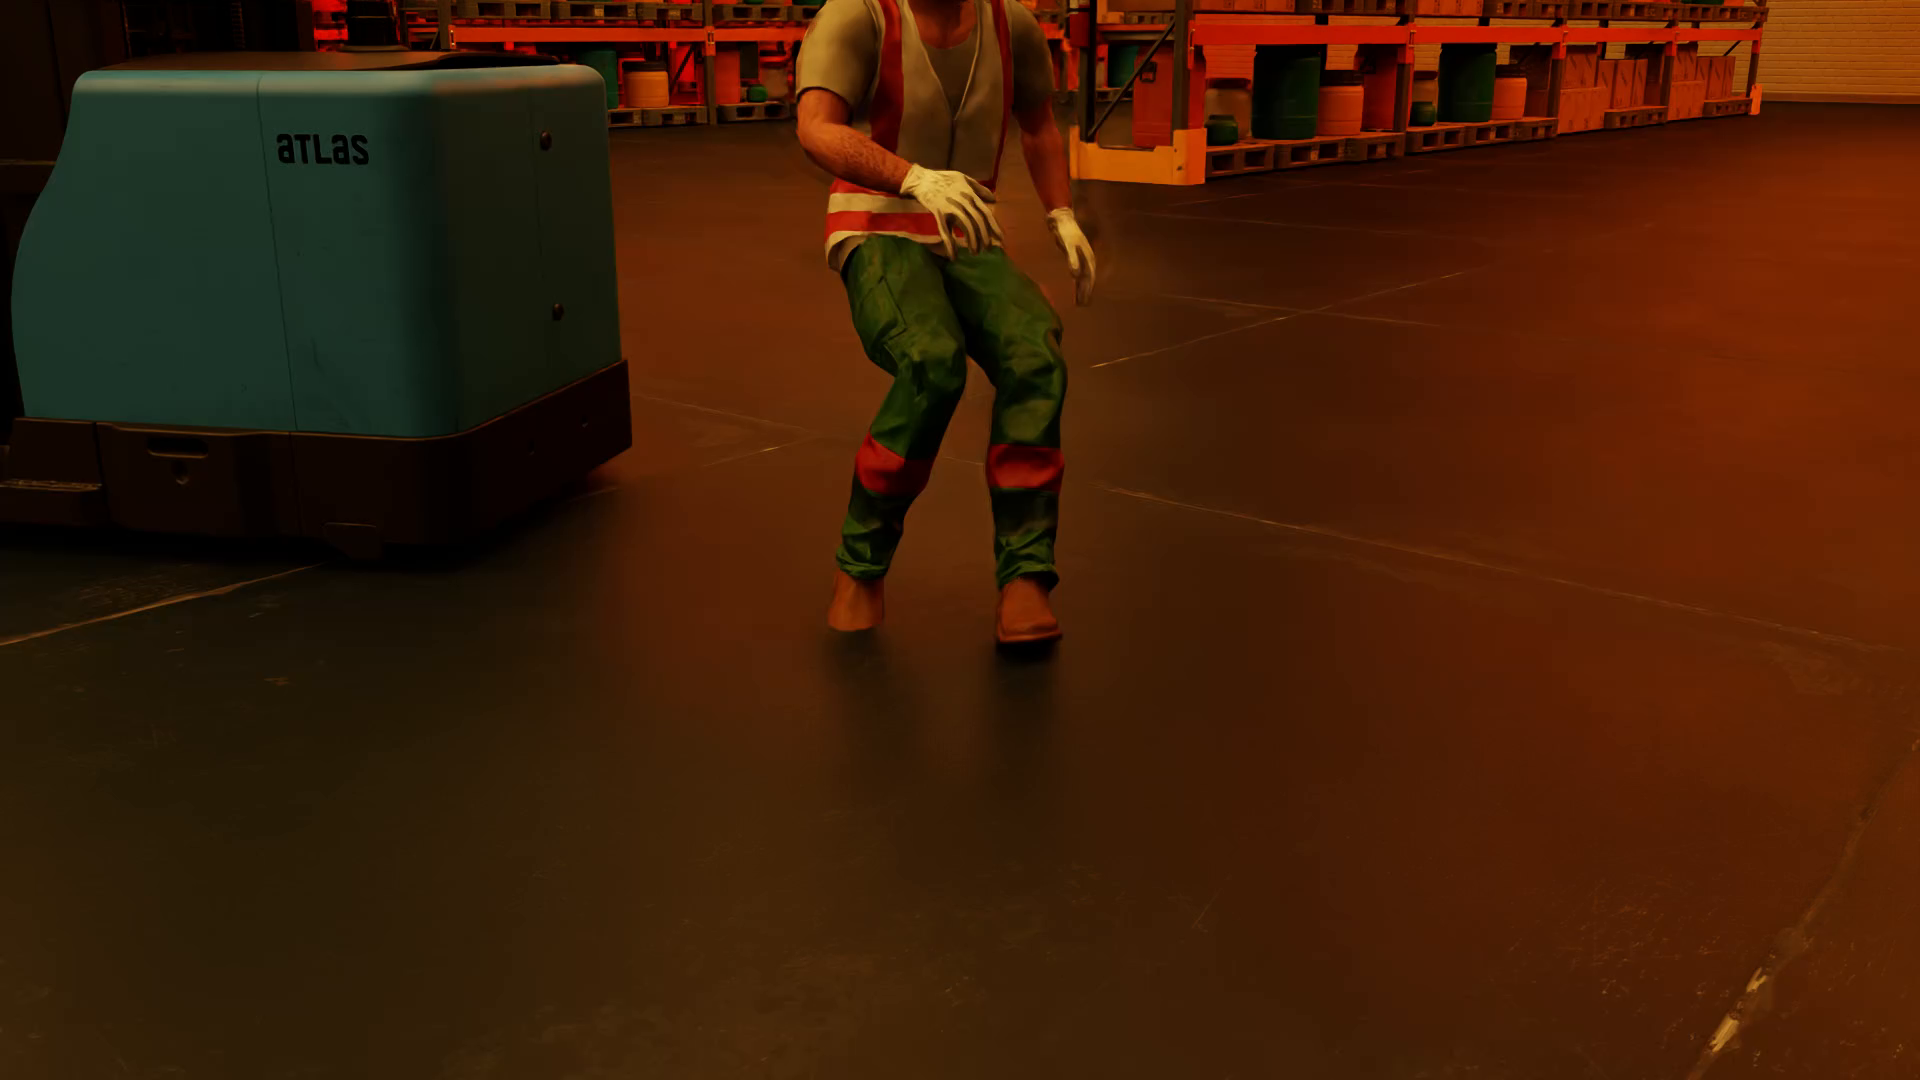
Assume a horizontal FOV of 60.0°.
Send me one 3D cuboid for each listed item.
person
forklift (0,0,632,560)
[{"bbox_3d":[0.040,-0.592,3.408,0.813,1.558,0.919,-10,20,-30],"label":"person"},{"bbox_3d":[-2.467,-1.557,4.026,3.031,2.935,1.130,4,17,12],"label":"forklift"}]
